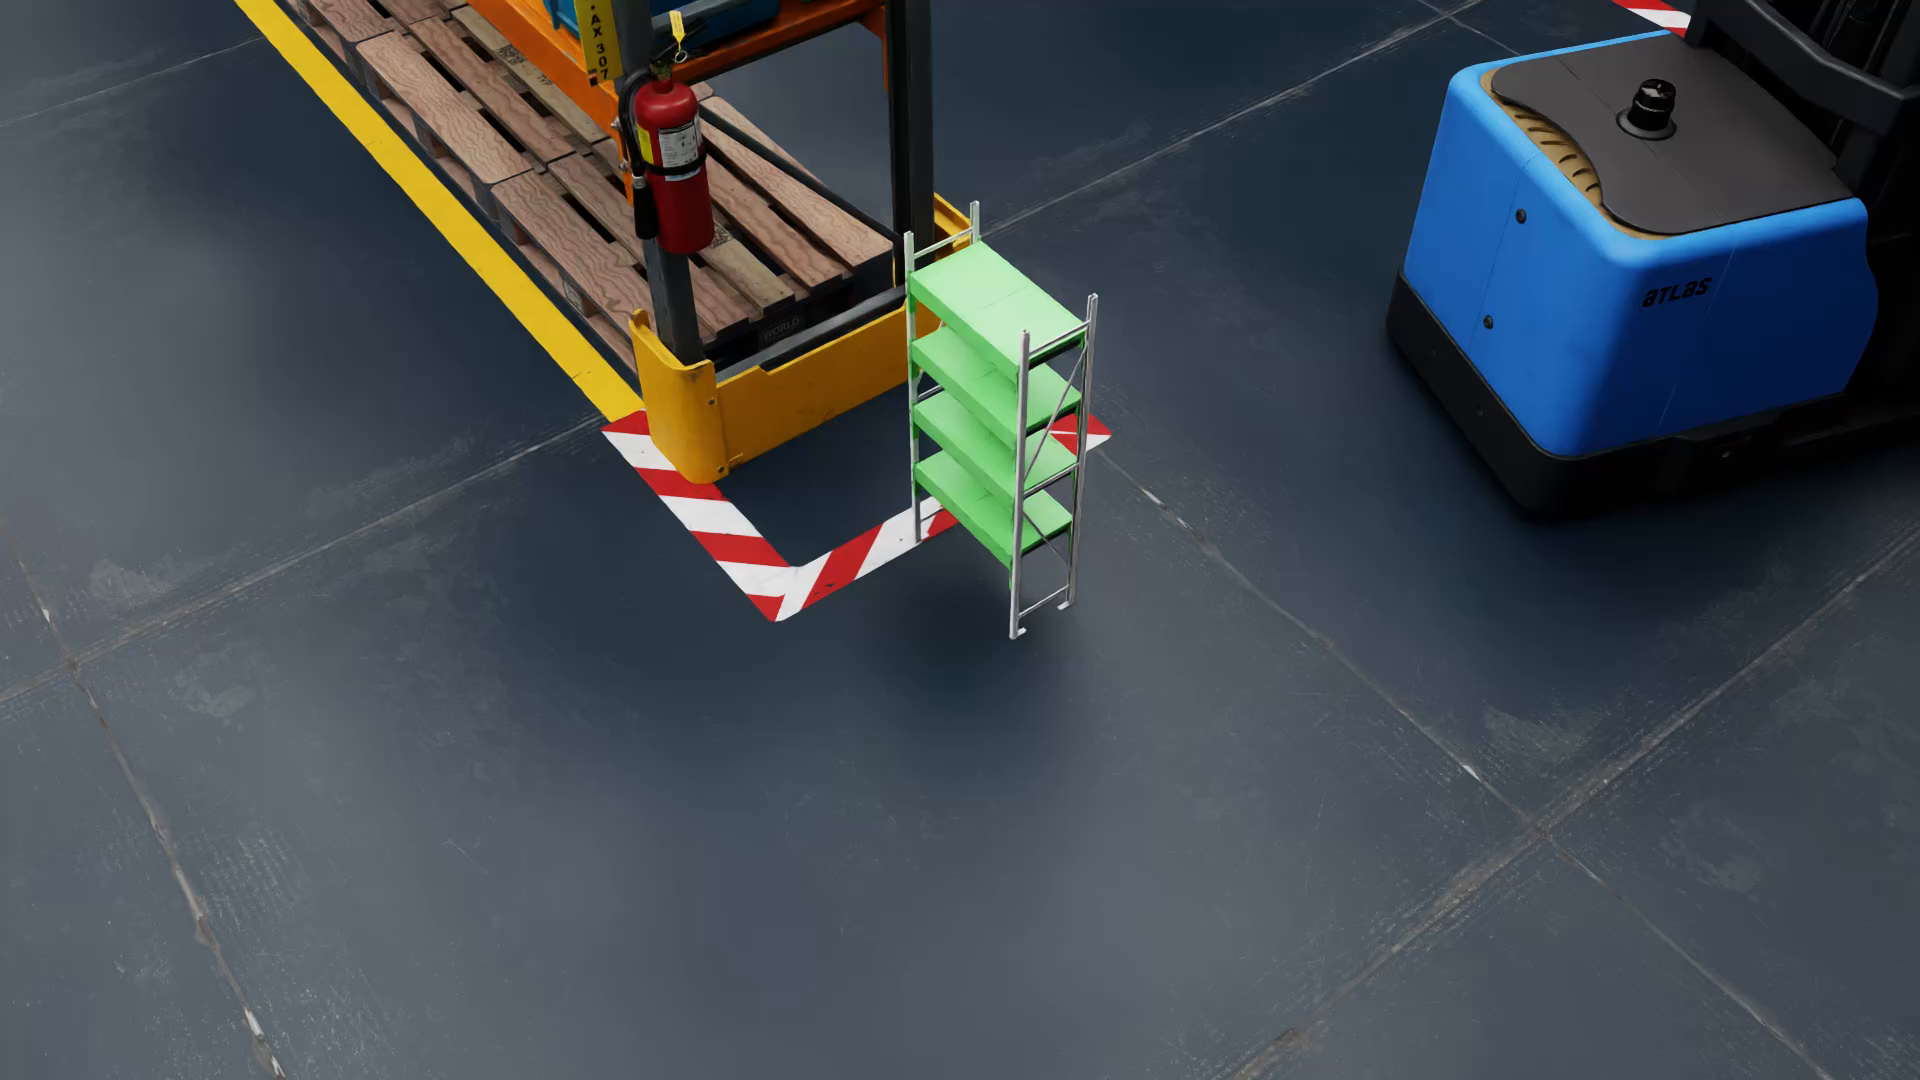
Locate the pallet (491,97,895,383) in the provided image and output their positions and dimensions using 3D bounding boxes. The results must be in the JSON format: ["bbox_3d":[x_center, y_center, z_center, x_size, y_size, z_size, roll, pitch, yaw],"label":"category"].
[{"bbox_3d":[-0.986,-1.106,6.111,1.003,0.211,1.213,-29,54,-24],"label":"pallet"}]

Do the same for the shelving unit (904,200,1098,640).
[{"bbox_3d":[0.100,-0.305,4.717,0.258,1.200,0.503,-29,54,-24],"label":"shelving unit"}]

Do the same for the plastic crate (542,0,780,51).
[{"bbox_3d":[-0.869,-1.685,4.689,0.616,0.435,0.499,-29,54,-24],"label":"plastic crate"}]

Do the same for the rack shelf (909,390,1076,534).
[{"bbox_3d":[0.100,-0.262,4.764,0.258,0.148,0.480,-29,54,-24],"label":"rack shelf"}]

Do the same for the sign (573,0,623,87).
[{"bbox_3d":[-0.945,-1.338,4.328,0.100,0.325,0.005,-29,54,-24],"label":"sign"}]

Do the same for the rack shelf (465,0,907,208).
[{"bbox_3d":[-1.728,-2.477,5.957,1.077,0.370,4.000,-29,54,-24],"label":"rack shelf"}]

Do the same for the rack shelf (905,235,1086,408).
[{"bbox_3d":[0.100,-0.585,4.409,0.258,0.148,0.480,-29,54,-24],"label":"rack shelf"}]

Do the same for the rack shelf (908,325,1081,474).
[{"bbox_3d":[0.100,-0.424,4.586,0.258,0.148,0.480,-29,54,-24],"label":"rack shelf"}]

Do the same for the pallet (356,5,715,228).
[{"bbox_3d":[-1.720,-1.825,6.762,1.003,0.211,1.213,-29,54,-24],"label":"pallet"}]

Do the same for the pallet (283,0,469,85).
[{"bbox_3d":[-2.463,-2.545,7.415,1.003,0.211,1.213,-29,54,-24],"label":"pallet"}]

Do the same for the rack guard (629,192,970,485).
[{"bbox_3d":[-0.492,-0.691,5.539,1.175,0.500,0.348,-29,54,-24],"label":"rack guard"}]

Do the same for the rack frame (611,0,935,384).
[{"bbox_3d":[-0.517,-1.539,4.621,1.000,3.000,0.127,-29,54,-24],"label":"rack frame"}]

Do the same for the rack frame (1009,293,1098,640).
[{"bbox_3d":[0.248,-0.161,4.586,0.240,1.200,0.015,-29,54,-24],"label":"rack frame"}]

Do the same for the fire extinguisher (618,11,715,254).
[{"bbox_3d":[-0.788,-1.095,4.522,0.296,0.674,0.183,-29,54,-24],"label":"fire extinguisher"}]

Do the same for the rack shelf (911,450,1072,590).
[{"bbox_3d":[0.100,-0.101,4.942,0.258,0.148,0.480,-29,54,-24],"label":"rack shelf"}]

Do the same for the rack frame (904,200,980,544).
[{"bbox_3d":[-0.047,-0.449,4.847,0.240,1.200,0.015,-29,54,-24],"label":"rack frame"}]

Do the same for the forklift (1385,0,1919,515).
[{"bbox_3d":[3.068,-1.708,4.820,3.031,2.935,1.130,-13,49,-12],"label":"forklift"}]

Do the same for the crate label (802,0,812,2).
[{"bbox_3d":[-0.405,-1.797,4.927,0.416,0.233,0.303,-29,54,-24],"label":"crate label"}]
